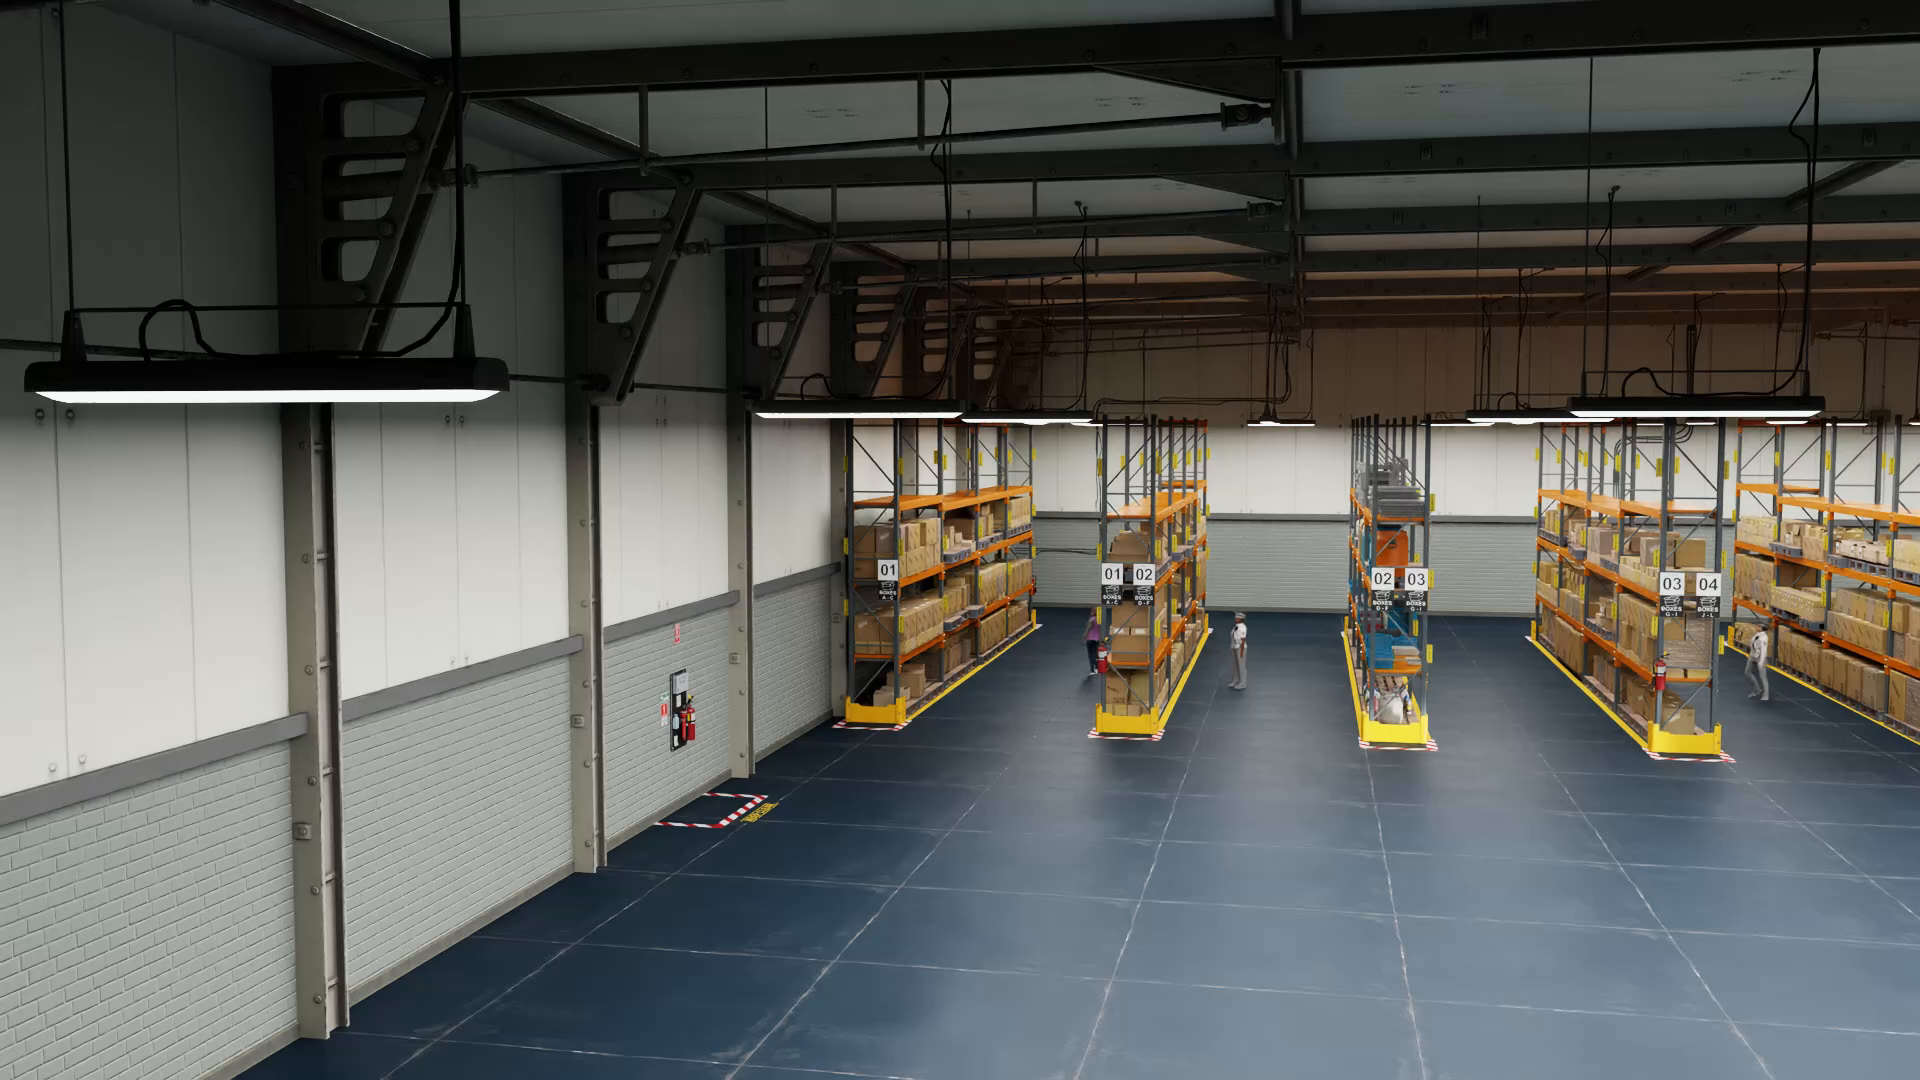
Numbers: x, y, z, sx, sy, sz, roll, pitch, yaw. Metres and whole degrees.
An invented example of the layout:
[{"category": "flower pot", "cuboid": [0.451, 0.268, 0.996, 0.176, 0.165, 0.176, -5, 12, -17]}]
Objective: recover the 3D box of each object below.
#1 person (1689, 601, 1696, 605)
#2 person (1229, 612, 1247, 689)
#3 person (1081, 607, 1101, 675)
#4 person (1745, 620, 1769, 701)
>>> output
[{"category": "person", "cuboid": [18.901, 1.972, 42.741, 0.671, 1.734, 0.979, 1, 4, 17]}, {"category": "person", "cuboid": [6.149, 2.435, 36.813, 0.396, 1.667, 0.555, -1, 4, -19]}, {"category": "person", "cuboid": [3.061, 2.345, 38.659, 0.472, 1.589, 0.436, -2, 4, -23]}, {"category": "person", "cuboid": [16.919, 2.534, 35.231, 0.377, 1.701, 0.609, 0, 4, -7]}]
